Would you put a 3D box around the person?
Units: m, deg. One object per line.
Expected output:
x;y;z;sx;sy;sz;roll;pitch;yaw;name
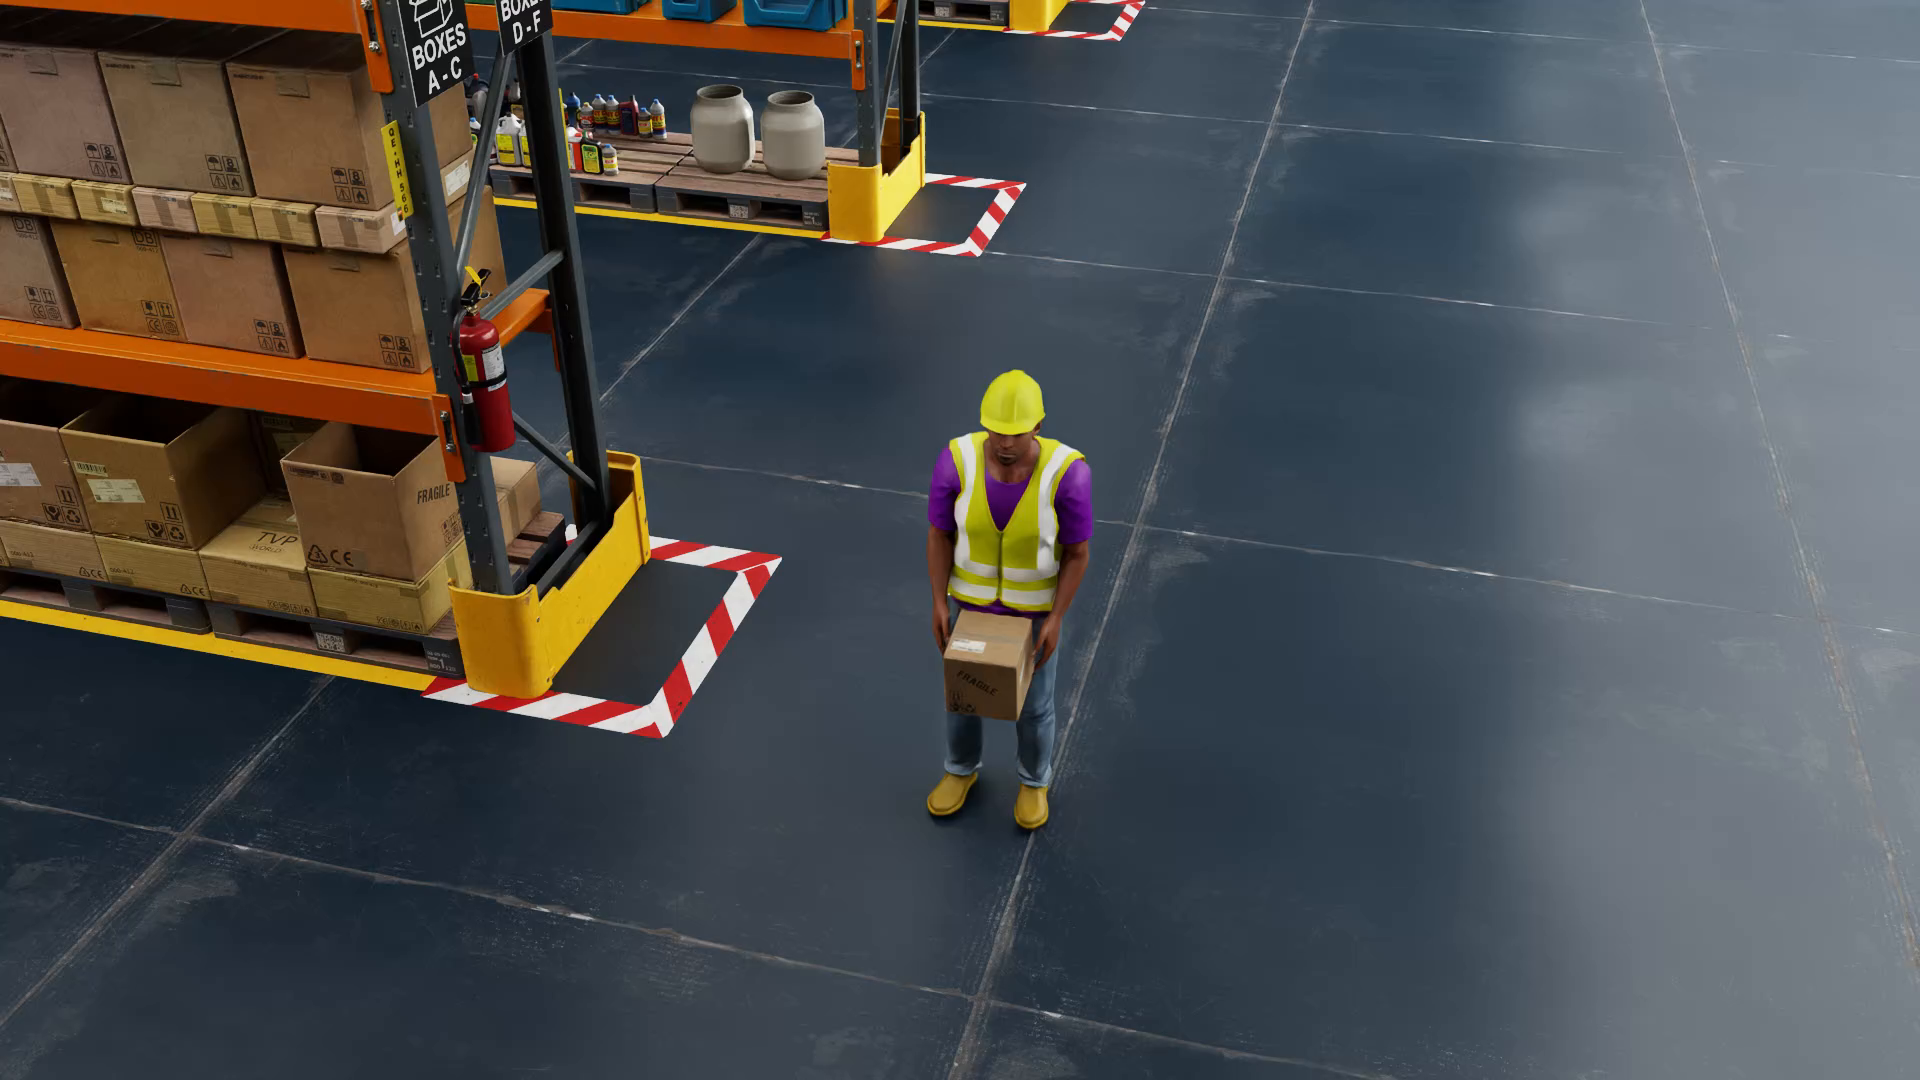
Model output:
0.155;0.230;5.757;0.572;1.767;0.470;8;33;12;person
